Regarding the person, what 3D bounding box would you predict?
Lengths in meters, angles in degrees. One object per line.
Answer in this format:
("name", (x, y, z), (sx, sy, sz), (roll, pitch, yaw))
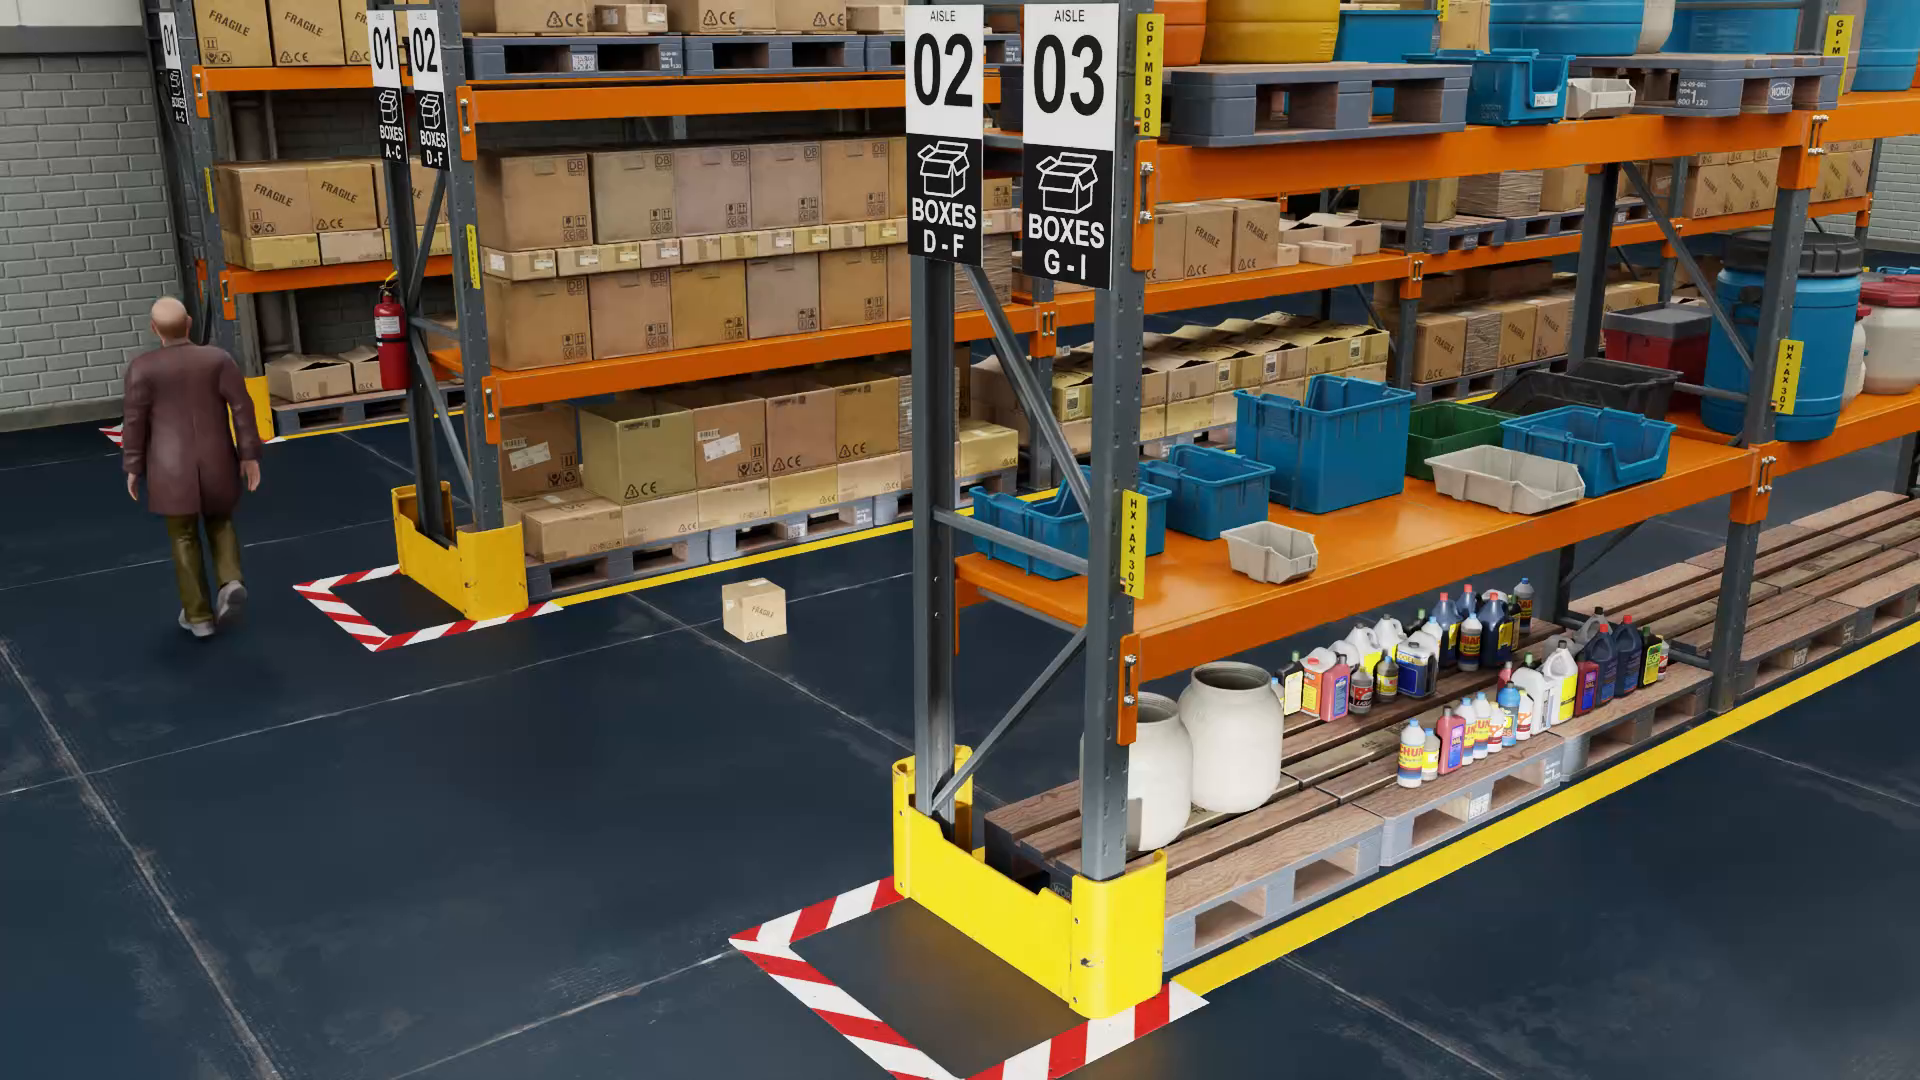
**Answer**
("person", (-4.013, -0.383, 8.717), (0.657, 1.775, 0.534), (-12, 21, -35))
